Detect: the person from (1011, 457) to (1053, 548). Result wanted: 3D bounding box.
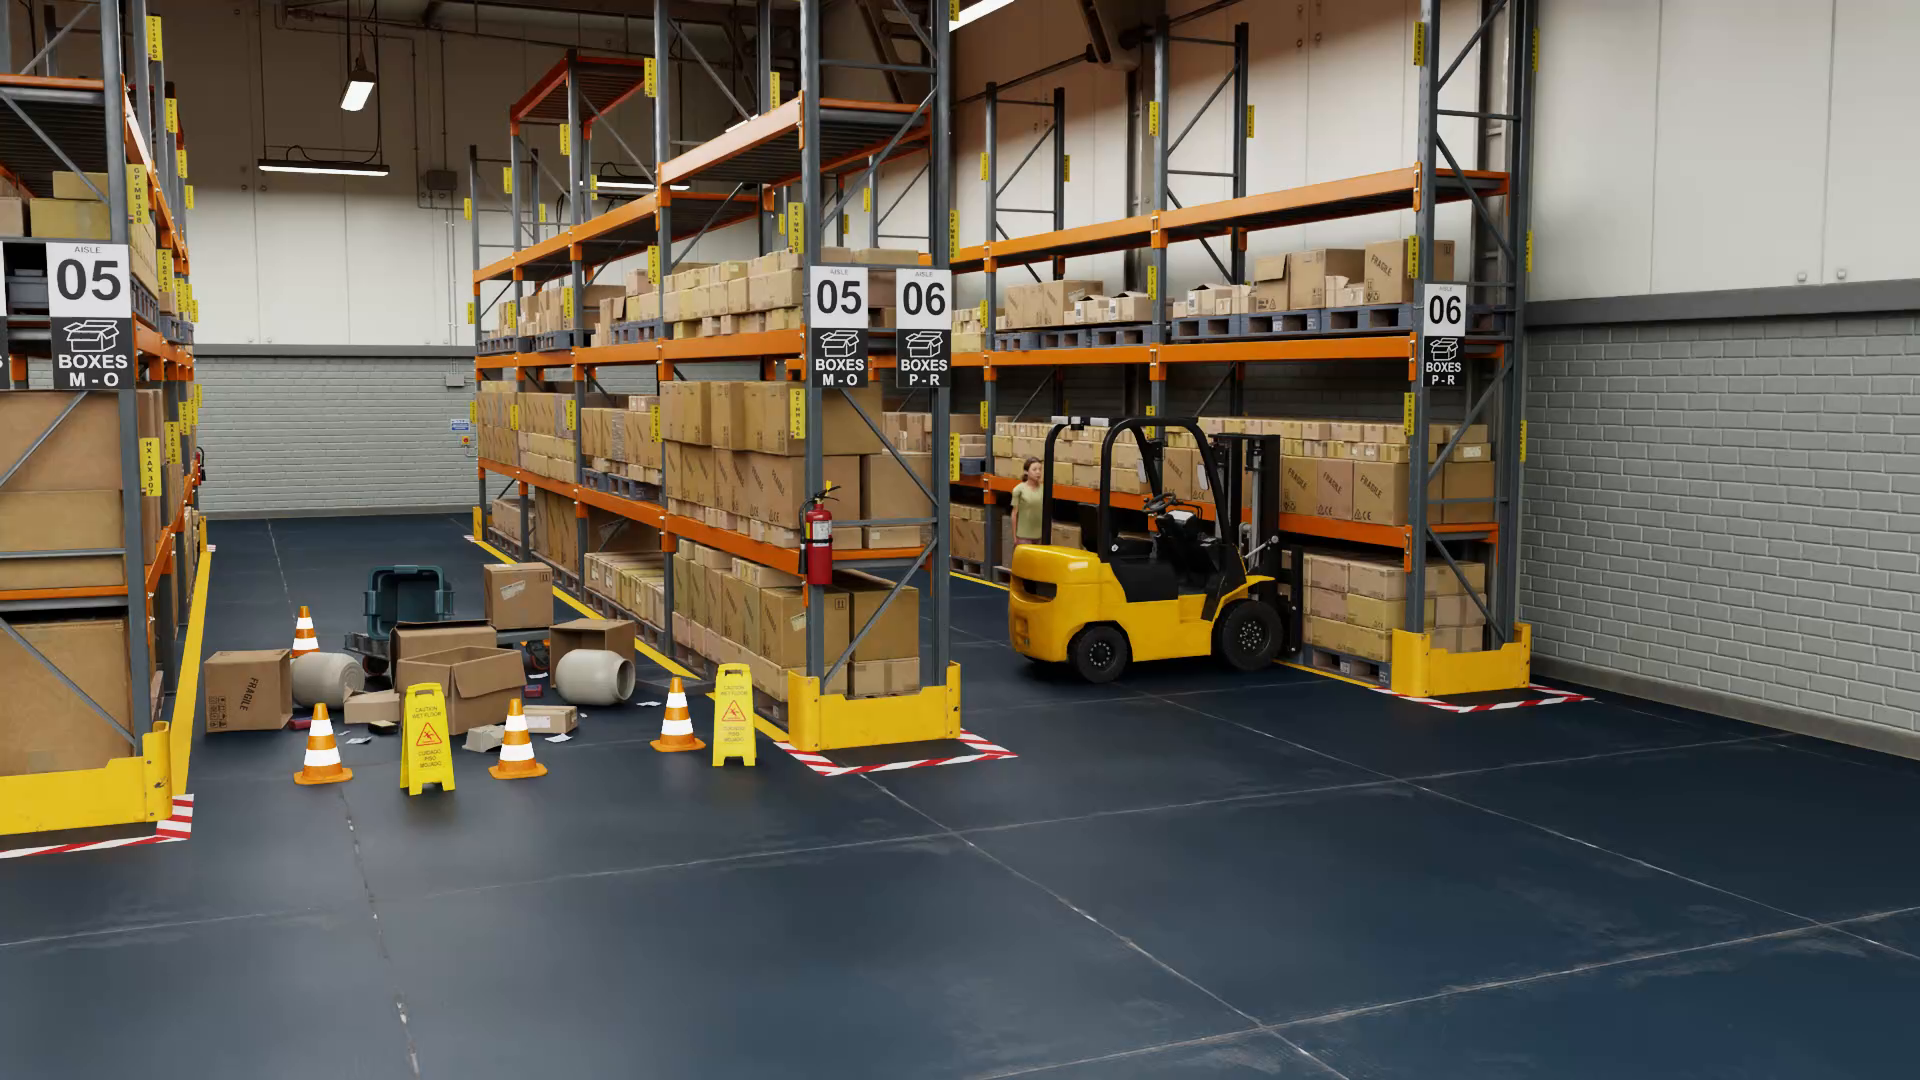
[{"bbox_3d":[0.752,0.019,17.062,0.448,1.731,0.401,-2,6,-23],"label":"person"}]
